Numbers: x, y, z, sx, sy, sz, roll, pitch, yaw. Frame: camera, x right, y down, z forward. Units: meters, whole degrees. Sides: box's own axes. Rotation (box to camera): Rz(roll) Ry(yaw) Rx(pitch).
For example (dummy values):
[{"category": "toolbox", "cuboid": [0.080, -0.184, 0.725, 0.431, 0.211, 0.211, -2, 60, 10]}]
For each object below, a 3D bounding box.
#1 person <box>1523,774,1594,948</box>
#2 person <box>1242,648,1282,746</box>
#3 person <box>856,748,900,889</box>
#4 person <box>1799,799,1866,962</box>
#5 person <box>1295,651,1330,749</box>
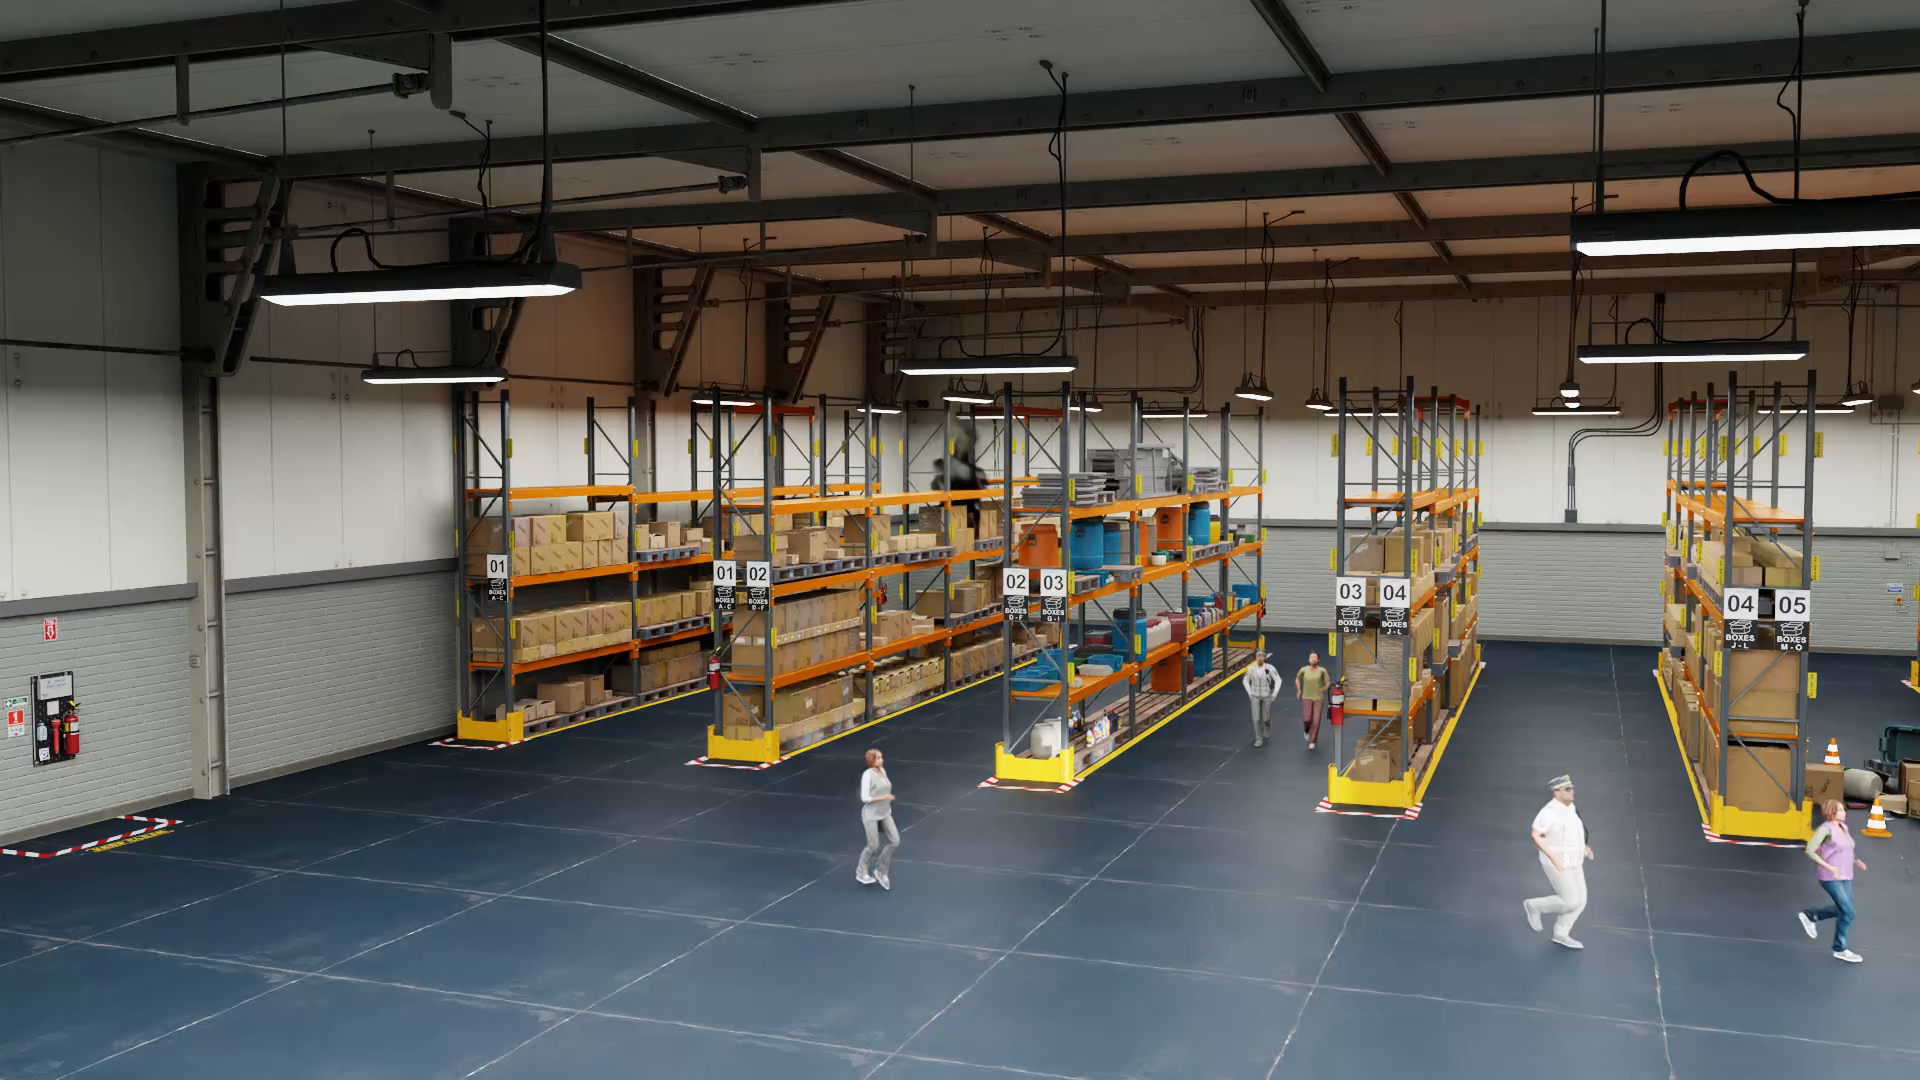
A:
[{"category": "person", "cuboid": [6.040, 3.216, 16.762, 0.670, 1.742, 0.599, -3, 4, -42]}, {"category": "person", "cuboid": [5.102, 2.633, 28.113, 0.652, 1.654, 0.571, 1, 3, 14]}, {"category": "person", "cuboid": [-0.922, 3.167, 18.866, 0.635, 1.612, 0.514, 3, 4, 39]}, {"category": "person", "cuboid": [8.567, 3.319, 16.384, 0.542, 1.553, 0.680, -2, 4, -32]}, {"category": "person", "cuboid": [5.873, 2.663, 27.690, 0.575, 1.627, 0.540, 1, 3, 12]}]
